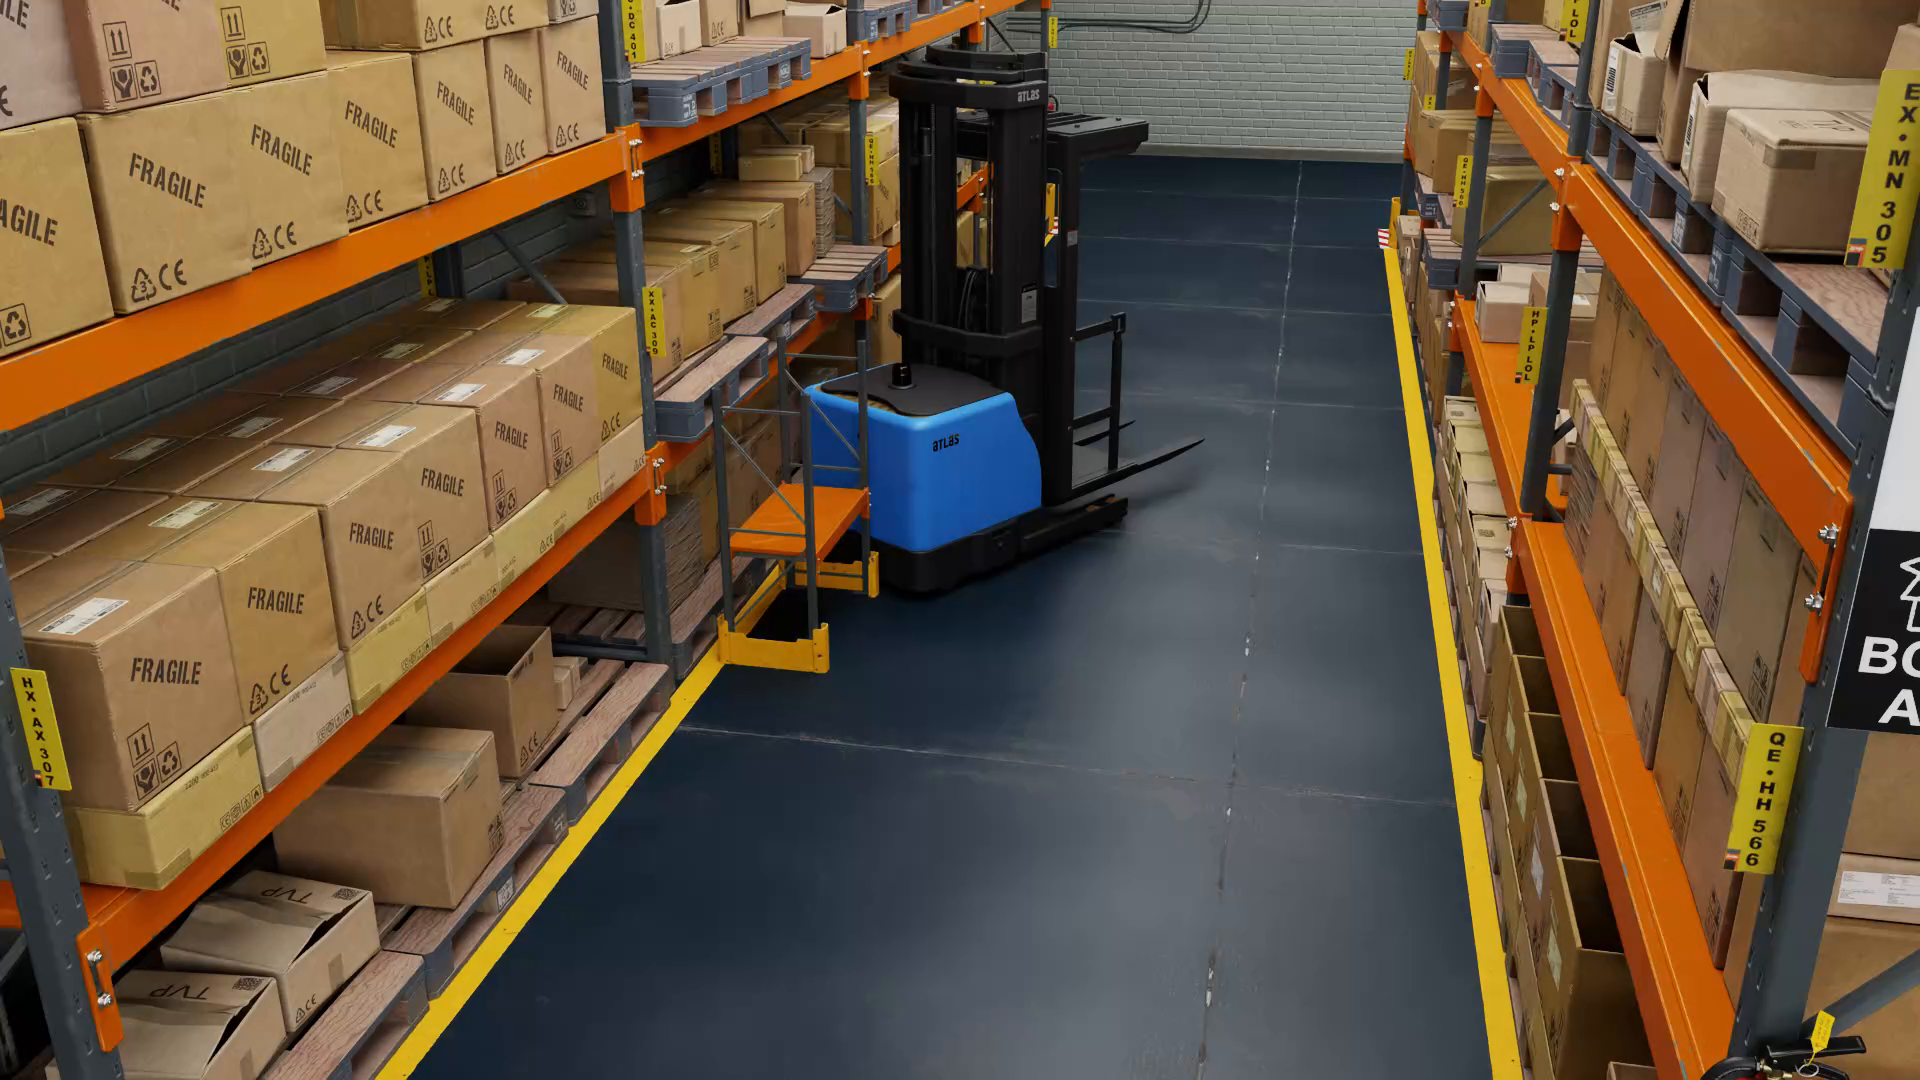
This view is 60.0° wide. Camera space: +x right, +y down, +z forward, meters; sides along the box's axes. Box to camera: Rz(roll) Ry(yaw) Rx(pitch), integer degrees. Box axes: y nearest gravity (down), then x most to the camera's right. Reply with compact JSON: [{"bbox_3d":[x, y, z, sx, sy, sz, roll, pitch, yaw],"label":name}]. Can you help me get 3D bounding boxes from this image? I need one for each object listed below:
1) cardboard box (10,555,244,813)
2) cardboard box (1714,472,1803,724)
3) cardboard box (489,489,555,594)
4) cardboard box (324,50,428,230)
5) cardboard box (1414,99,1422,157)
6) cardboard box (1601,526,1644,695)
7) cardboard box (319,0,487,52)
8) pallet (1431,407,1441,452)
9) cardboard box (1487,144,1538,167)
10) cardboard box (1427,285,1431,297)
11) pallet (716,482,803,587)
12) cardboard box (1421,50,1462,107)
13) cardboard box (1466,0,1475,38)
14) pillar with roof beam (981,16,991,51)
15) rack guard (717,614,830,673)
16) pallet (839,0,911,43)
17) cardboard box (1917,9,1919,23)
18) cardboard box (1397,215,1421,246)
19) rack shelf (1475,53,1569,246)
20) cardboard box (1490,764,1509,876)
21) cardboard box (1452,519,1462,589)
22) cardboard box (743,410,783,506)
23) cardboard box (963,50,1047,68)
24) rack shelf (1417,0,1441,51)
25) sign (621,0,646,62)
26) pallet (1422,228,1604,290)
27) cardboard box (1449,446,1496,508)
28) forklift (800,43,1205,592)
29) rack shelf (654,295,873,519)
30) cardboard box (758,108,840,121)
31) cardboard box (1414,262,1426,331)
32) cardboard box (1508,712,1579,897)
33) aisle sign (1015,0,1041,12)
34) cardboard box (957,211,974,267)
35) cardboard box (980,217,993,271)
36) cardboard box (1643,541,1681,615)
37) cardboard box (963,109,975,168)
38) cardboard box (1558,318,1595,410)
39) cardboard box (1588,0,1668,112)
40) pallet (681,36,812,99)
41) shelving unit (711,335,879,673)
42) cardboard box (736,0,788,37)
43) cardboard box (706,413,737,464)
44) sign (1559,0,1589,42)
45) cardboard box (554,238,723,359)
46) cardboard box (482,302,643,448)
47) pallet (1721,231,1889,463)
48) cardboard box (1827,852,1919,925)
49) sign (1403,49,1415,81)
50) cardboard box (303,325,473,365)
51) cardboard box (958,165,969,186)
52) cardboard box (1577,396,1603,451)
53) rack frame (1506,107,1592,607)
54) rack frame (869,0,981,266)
[{"bbox_3d":[-2.372,0.382,4.560,0.500,0.500,0.500,4,22,11],"label":"cardboard box"},{"bbox_3d":[2.307,0.167,4.052,0.700,0.500,0.500,4,22,10],"label":"cardboard box"},{"bbox_3d":[-1.945,-0.018,6.558,0.500,0.250,0.500,4,22,11],"label":"cardboard box"},{"bbox_3d":[-2.116,-1.311,5.417,0.500,0.500,0.500,6,23,14],"label":"cardboard box"},{"bbox_3d":[4.694,-4.003,16.144,0.500,0.500,0.500,5,22,12],"label":"cardboard box"},{"bbox_3d":[2.611,0.227,5.640,0.700,0.500,0.500,5,22,12],"label":"cardboard box"},{"bbox_3d":[-1.982,-1.956,5.680,0.500,0.500,0.500,4,22,9],"label":"cardboard box"},{"bbox_3d":[3.908,-0.705,11.822,1.003,0.211,1.213,4,22,11],"label":"pallet"},{"bbox_3d":[4.111,-2.528,11.920,0.700,0.500,0.500,9,24,21],"label":"cardboard box"},{"bbox_3d":[3.994,-2.060,13.206,0.500,0.250,0.500,5,22,11],"label":"cardboard box"},{"bbox_3d":[-1.543,-0.081,10.271,1.003,0.211,1.213,4,22,11],"label":"pallet"},{"bbox_3d":[4.590,-4.278,15.488,0.500,0.500,0.500,5,22,11],"label":"cardboard box"},{"bbox_3d":[3.985,-3.705,11.389,0.910,0.500,0.500,4,22,11],"label":"cardboard box"},{"bbox_3d":[4.420,-8.538,19.509,9.100,9.000,0.400,4,22,11],"label":"pillar with roof beam"},{"bbox_3d":[-0.974,0.540,8.679,0.587,0.250,0.087,5,22,12],"label":"rack guard"},{"bbox_3d":[-1.052,-3.648,11.634,1.213,0.211,1.003,6,23,13],"label":"pallet"},{"bbox_3d":[2.693,-1.087,4.138,0.500,0.500,0.500,4,22,11],"label":"cardboard box"},{"bbox_3d":[4.861,-3.223,17.432,0.500,0.250,0.500,4,22,11],"label":"cardboard box"},{"bbox_3d":[3.311,-2.055,8.388,1.077,0.370,4.000,4,22,11],"label":"rack shelf"},{"bbox_3d":[2.404,1.144,6.616,0.500,0.250,0.500,4,22,11],"label":"cardboard box"},{"bbox_3d":[3.018,0.083,9.250,0.500,0.250,0.500,5,22,12],"label":"cardboard box"},{"bbox_3d":[-1.520,-0.518,10.383,0.700,0.500,0.500,4,22,11],"label":"cardboard box"},{"bbox_3d":[0.407,-4.982,18.308,0.980,0.700,0.700,5,23,13],"label":"cardboard box"},{"bbox_3d":[4.943,-4.980,15.652,1.077,0.370,4.000,4,22,11],"label":"rack shelf"},{"bbox_3d":[-1.415,-2.234,7.179,0.100,0.325,0.005,4,22,11],"label":"sign"},{"bbox_3d":[3.788,-1.893,11.295,1.213,0.211,1.003,4,22,11],"label":"pallet"},{"bbox_3d":[3.119,-0.360,9.599,0.500,0.311,0.500,4,22,9],"label":"cardboard box"},{"bbox_3d":[0.424,-1.530,10.229,1.130,2.935,3.031,19,29,39],"label":"forklift"},{"bbox_3d":[-1.539,-1.039,9.882,1.077,0.370,4.000,4,22,11],"label":"rack shelf"},{"bbox_3d":[-1.183,-3.021,12.277,0.500,0.250,0.500,4,22,9],"label":"cardboard box"},{"bbox_3d":[4.198,-2.077,14.254,0.500,0.500,0.500,3,22,8],"label":"cardboard box"},{"bbox_3d":[2.298,0.979,6.023,0.500,0.500,0.500,4,22,11],"label":"cardboard box"},{"bbox_3d":[0.809,-6.240,18.352,0.394,0.787,0.004,4,22,11],"label":"aisle sign"},{"bbox_3d":[-0.320,-2.518,14.905,0.750,0.750,0.750,5,22,12],"label":"cardboard box"},{"bbox_3d":[-0.062,-2.868,16.245,0.700,0.500,0.500,5,22,12],"label":"cardboard box"},{"bbox_3d":[2.292,0.128,5.017,0.380,0.149,0.250,4,22,10],"label":"cardboard box"},{"bbox_3d":[-0.163,-3.573,14.652,0.500,0.500,0.500,4,22,10],"label":"cardboard box"},{"bbox_3d":[3.183,-0.784,8.152,0.500,0.500,0.500,6,23,15],"label":"cardboard box"},{"bbox_3d":[2.542,-1.799,5.906,0.500,0.500,0.500,6,23,15],"label":"cardboard box"},{"bbox_3d":[-1.509,-2.543,8.889,1.213,0.211,1.003,4,22,11],"label":"pallet"},{"bbox_3d":[-0.866,-0.222,8.897,0.587,1.500,1.083,5,22,12],"label":"shelving unit"},{"bbox_3d":[-1.487,-3.086,9.821,0.797,0.503,0.637,8,23,18],"label":"cardboard box"},{"bbox_3d":[-1.625,-0.657,9.722,0.500,0.250,0.500,4,22,9],"label":"cardboard box"},{"bbox_3d":[2.369,-2.080,6.376,0.100,0.325,0.005,4,22,11],"label":"sign"},{"bbox_3d":[-1.689,-1.280,8.793,0.700,0.500,0.500,7,23,16],"label":"cardboard box"},{"bbox_3d":[-1.741,-0.733,7.328,0.500,0.500,0.500,4,22,11],"label":"cardboard box"},{"bbox_3d":[2.256,-0.410,3.459,1.003,0.211,1.213,4,22,11],"label":"pallet"},{"bbox_3d":[1.978,0.696,3.608,0.380,0.149,0.250,4,22,10],"label":"cardboard box"},{"bbox_3d":[4.820,-5.097,17.835,0.100,0.325,0.005,4,22,11],"label":"sign"},{"bbox_3d":[-2.357,-0.584,6.960,0.500,0.500,0.500,4,22,11],"label":"cardboard box"},{"bbox_3d":[-0.135,-3.221,14.645,0.380,0.149,0.250,5,22,12],"label":"cardboard box"},{"bbox_3d":[2.607,-0.437,6.422,0.380,0.149,0.250,5,22,12],"label":"cardboard box"},{"bbox_3d":[2.903,-0.265,6.998,1.000,3.000,0.127,4,22,11],"label":"rack frame"},{"bbox_3d":[-0.315,-3.568,15.196,1.000,3.000,0.127,4,22,11],"label":"rack frame"}]
